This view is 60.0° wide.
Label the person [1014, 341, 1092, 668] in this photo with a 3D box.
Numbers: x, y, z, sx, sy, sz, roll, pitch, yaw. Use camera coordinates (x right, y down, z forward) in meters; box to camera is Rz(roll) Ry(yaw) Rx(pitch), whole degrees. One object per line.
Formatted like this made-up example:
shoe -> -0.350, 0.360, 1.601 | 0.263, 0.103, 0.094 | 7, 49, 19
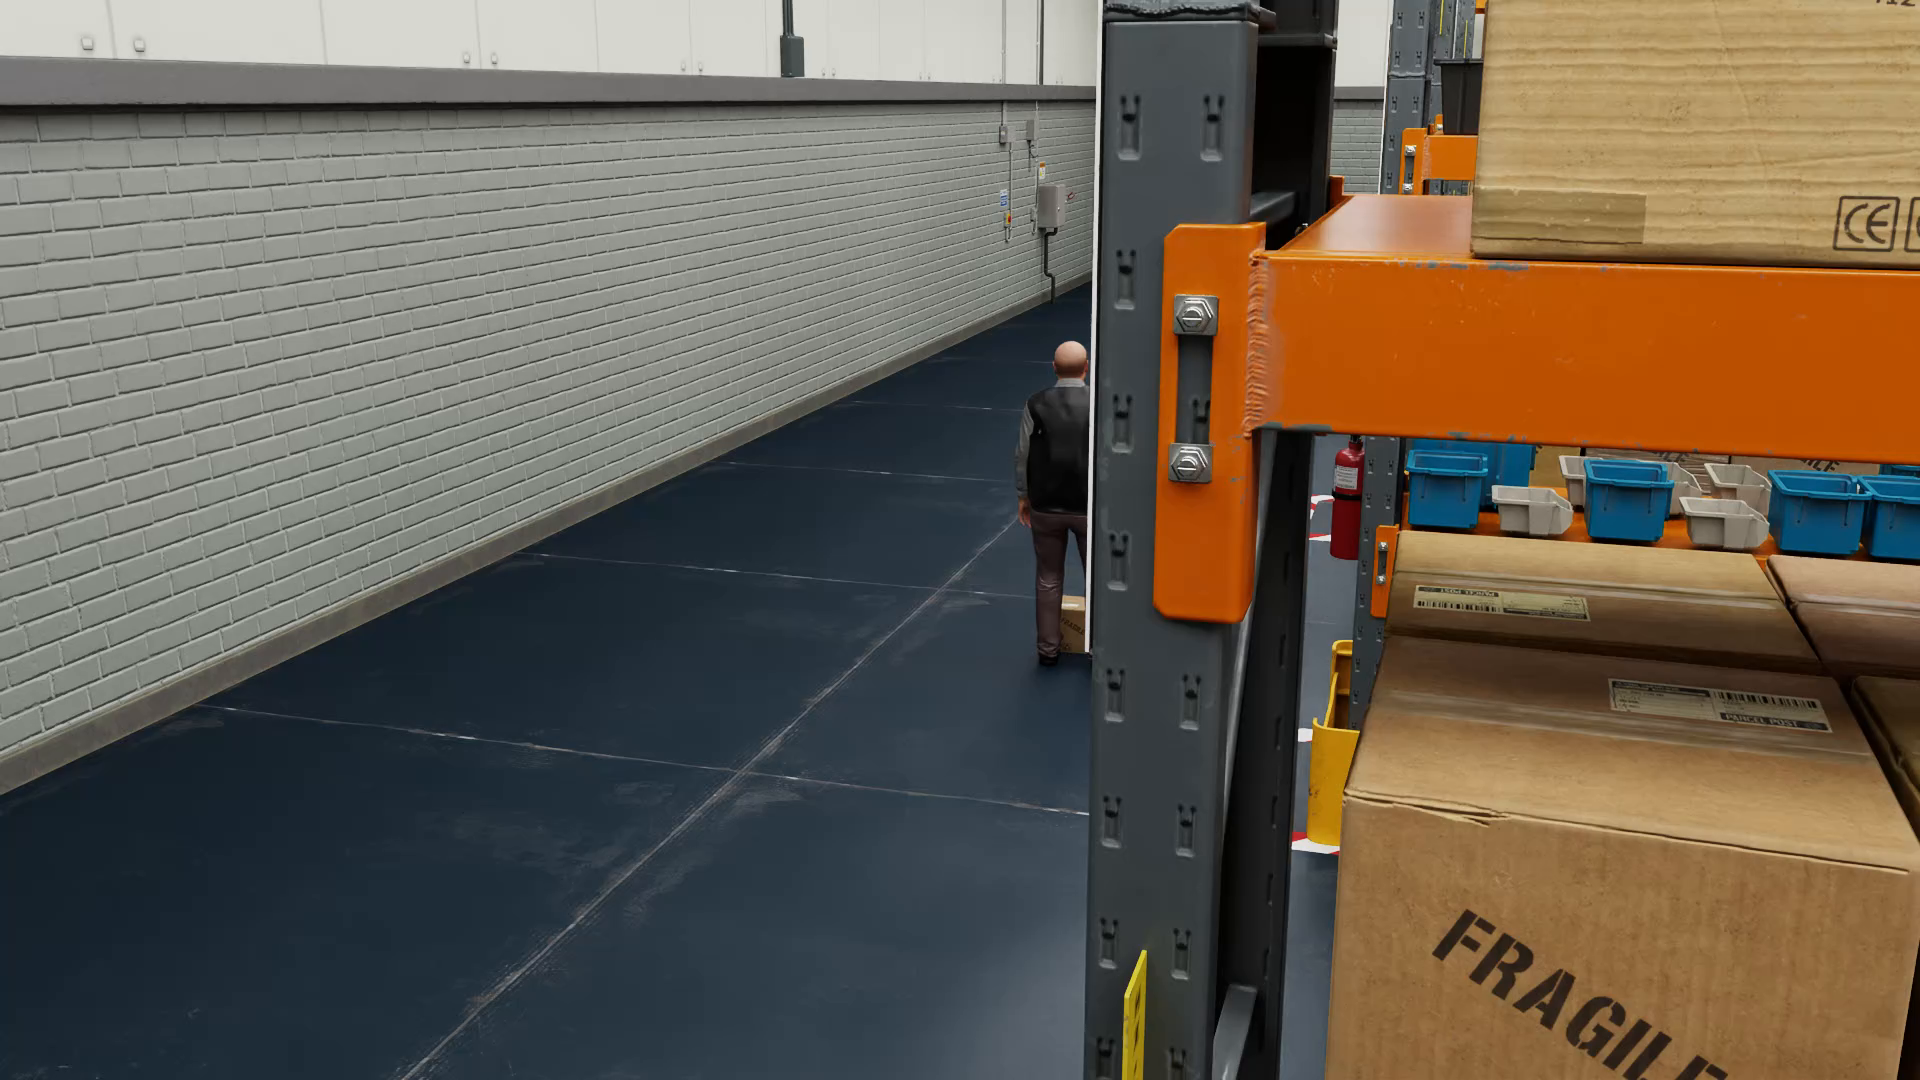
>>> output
person -> 0.577, -0.174, 8.712 | 0.594, 1.722, 0.414 | 4, 15, 13
